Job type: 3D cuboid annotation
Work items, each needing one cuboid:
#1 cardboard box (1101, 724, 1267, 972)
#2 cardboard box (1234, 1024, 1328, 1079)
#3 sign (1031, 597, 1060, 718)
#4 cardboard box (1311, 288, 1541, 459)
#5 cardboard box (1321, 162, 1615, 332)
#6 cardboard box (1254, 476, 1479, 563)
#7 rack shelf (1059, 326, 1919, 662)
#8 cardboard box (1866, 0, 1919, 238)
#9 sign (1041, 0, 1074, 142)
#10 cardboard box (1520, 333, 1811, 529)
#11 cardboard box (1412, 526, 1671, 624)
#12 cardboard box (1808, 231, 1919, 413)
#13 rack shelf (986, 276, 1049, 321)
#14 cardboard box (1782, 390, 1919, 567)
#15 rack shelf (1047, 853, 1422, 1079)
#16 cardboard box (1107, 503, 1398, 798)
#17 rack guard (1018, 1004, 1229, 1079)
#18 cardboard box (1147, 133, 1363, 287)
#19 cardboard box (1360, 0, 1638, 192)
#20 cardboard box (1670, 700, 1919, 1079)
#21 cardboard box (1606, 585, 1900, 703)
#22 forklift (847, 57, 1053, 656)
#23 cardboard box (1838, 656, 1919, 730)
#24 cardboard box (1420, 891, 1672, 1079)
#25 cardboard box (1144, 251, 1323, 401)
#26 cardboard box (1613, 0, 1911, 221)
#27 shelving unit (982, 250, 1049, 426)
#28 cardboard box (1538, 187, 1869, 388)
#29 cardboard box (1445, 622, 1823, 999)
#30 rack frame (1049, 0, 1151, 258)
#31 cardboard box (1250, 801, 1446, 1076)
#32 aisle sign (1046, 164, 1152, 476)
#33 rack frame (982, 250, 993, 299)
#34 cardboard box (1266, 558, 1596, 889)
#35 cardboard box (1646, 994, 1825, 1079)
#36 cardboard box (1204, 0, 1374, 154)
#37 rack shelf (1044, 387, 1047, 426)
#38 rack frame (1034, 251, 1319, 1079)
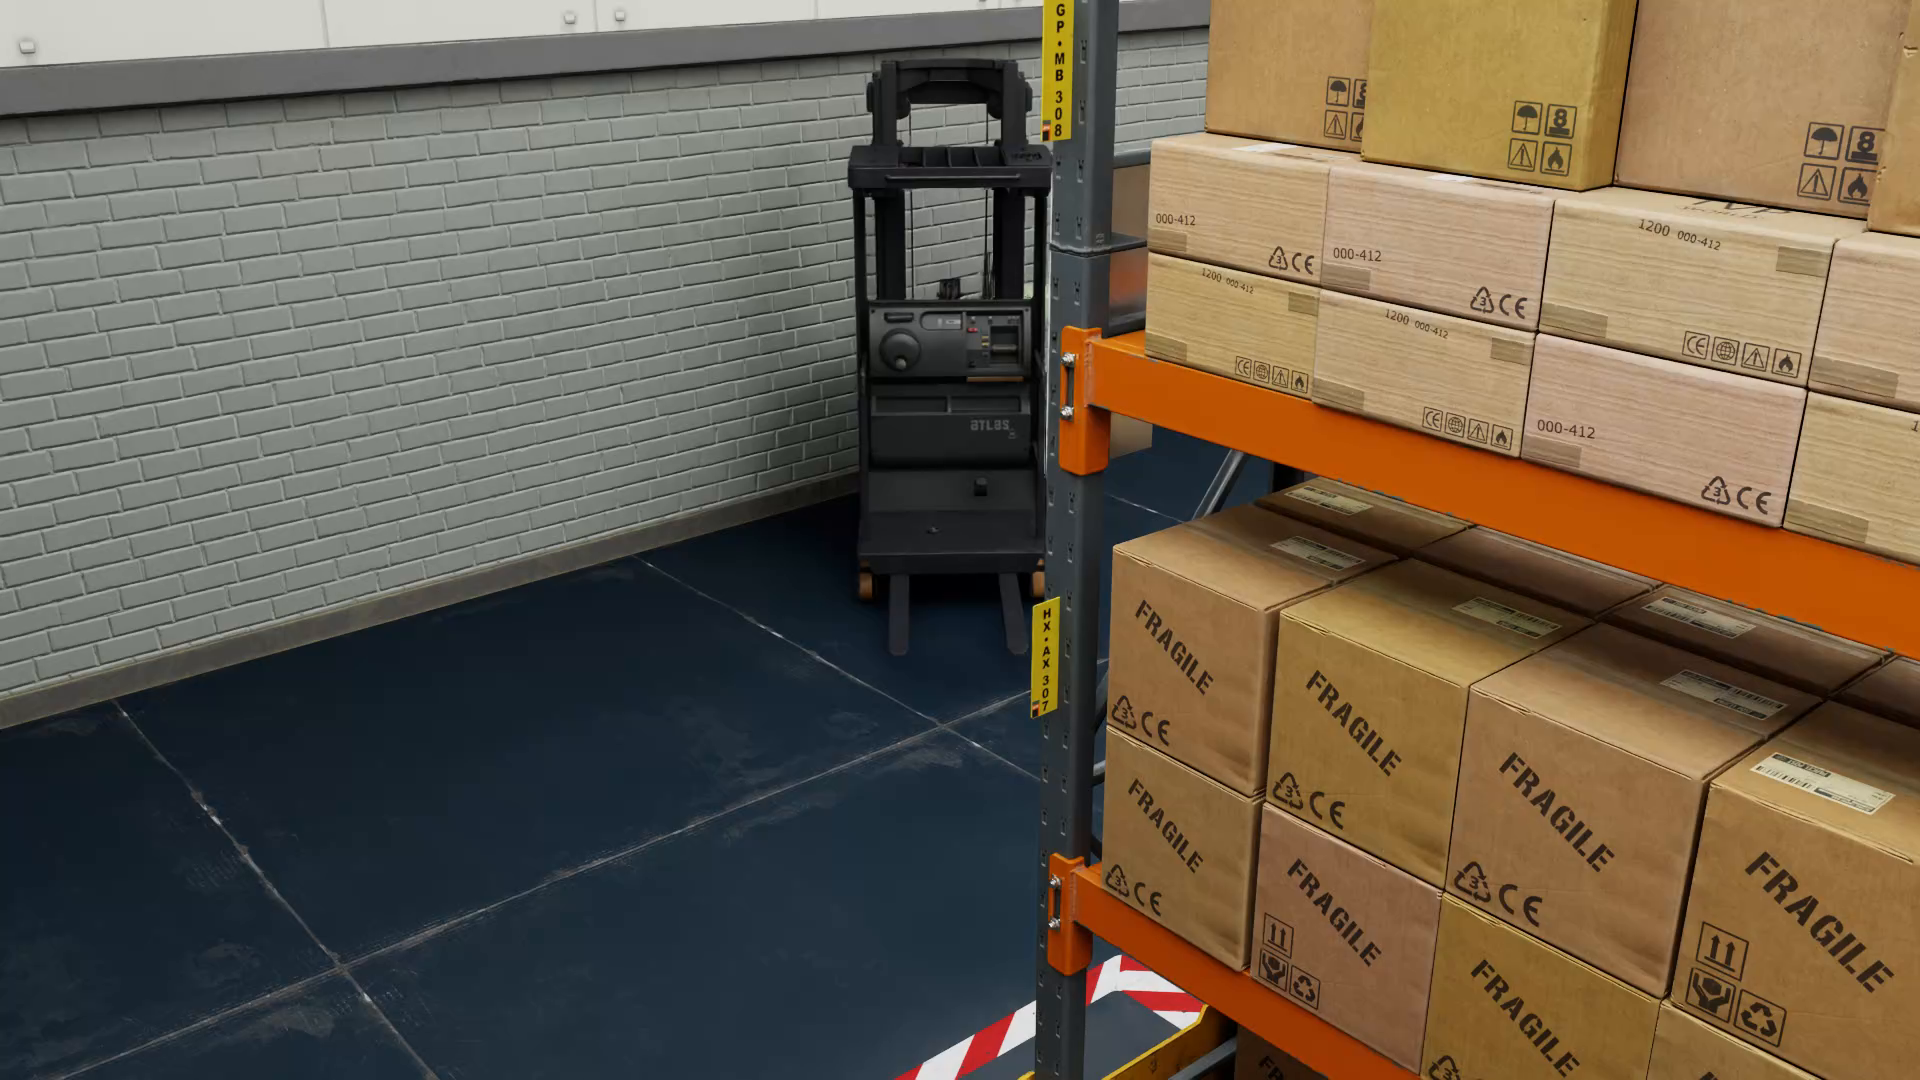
[{"bbox_3d":[0.728,0.724,4.386,0.500,0.500,0.500,-17,27,-36],"label":"cardboard box"},{"bbox_3d":[1.180,1.636,5.019,0.500,0.500,0.500,-17,27,-37],"label":"cardboard box"},{"bbox_3d":[0.227,0.311,4.389,0.100,0.325,0.005,-17,27,-37],"label":"sign"},{"bbox_3d":[1.098,-0.398,3.480,0.500,0.250,0.500,-17,27,-37],"label":"cardboard box"},{"bbox_3d":[1.098,-0.631,3.389,0.500,0.250,0.500,-17,27,-37],"label":"cardboard box"},{"bbox_3d":[1.137,0.131,4.530,0.500,0.500,0.500,-18,28,-38],"label":"cardboard box"},{"bbox_3d":[1.944,0.076,3.050,1.077,0.370,4.000,-17,27,-37],"label":"rack shelf"},{"bbox_3d":[1.912,-0.754,2.676,0.700,0.500,0.500,-17,27,-37],"label":"cardboard box"},{"bbox_3d":[0.227,-1.089,3.841,0.100,0.325,0.005,-17,27,-37],"label":"sign"},{"bbox_3d":[1.425,-0.260,3.128,0.500,0.250,0.500,-17,27,-37],"label":"cardboard box"},{"bbox_3d":[1.468,0.270,4.174,0.500,0.500,0.500,-17,27,-36],"label":"cardboard box"},{"bbox_3d":[1.752,-0.355,2.685,0.500,0.250,0.500,-17,27,-37],"label":"cardboard box"},{"bbox_3d":[0.539,-1.516,11.140,0.720,0.370,0.431,3,21,-6],"label":"rack shelf"},{"bbox_3d":[1.757,-0.124,2.779,0.500,0.250,0.500,-17,27,-37],"label":"cardboard box"},{"bbox_3d":[1.944,1.473,3.597,1.077,0.370,4.000,-17,27,-37],"label":"rack shelf"},{"bbox_3d":[0.728,0.258,4.203,0.500,0.500,0.500,-16,27,-36],"label":"cardboard box"},{"bbox_3d":[0.688,1.770,5.279,1.175,0.500,0.348,-17,27,-37],"label":"rack guard"},{"bbox_3d":[0.777,-0.771,3.746,0.500,0.250,0.500,-17,27,-37],"label":"cardboard box"},{"bbox_3d":[1.248,-1.027,3.373,0.700,0.500,0.500,-17,27,-37],"label":"cardboard box"},{"bbox_3d":[1.730,0.681,3.125,0.500,0.500,0.500,-18,28,-38],"label":"cardboard box"},{"bbox_3d":[1.810,0.412,3.811,0.500,0.500,0.500,-17,27,-36],"label":"cardboard box"},{"bbox_3d":[-0.048,-1.131,9.353,1.130,2.935,3.031,-1,21,-1],"label":"forklift"},{"bbox_3d":[2.145,0.554,3.449,0.500,0.500,0.500,-16,27,-36],"label":"cardboard box"},{"bbox_3d":[1.395,1.005,3.669,0.500,0.500,0.500,-18,27,-38],"label":"cardboard box"},{"bbox_3d":[0.781,-0.539,3.840,0.500,0.250,0.500,-17,27,-37],"label":"cardboard box"},{"bbox_3d":[1.656,-0.915,3.085,0.700,0.500,0.500,-17,27,-37],"label":"cardboard box"},{"bbox_3d":[0.504,-1.152,11.277,0.755,1.500,0.431,3,21,-6],"label":"shelving unit"},{"bbox_3d":[1.429,-0.494,3.040,0.500,0.250,0.500,-17,27,-37],"label":"cardboard box"},{"bbox_3d":[1.398,0.540,3.483,0.500,0.500,0.500,-17,27,-37],"label":"cardboard box"},{"bbox_3d":[0.638,-2.208,3.783,1.000,3.000,0.127,-17,27,-37],"label":"rack frame"},{"bbox_3d":[1.069,0.865,4.025,0.500,0.500,0.500,-18,28,-38],"label":"cardboard box"},{"bbox_3d":[0.371,-0.574,4.273,0.394,0.787,0.004,-17,27,-37],"label":"aisle sign"},{"bbox_3d":[0.140,-1.172,11.238,0.023,1.500,0.400,3,21,-6],"label":"rack frame"},{"bbox_3d":[1.075,0.401,3.839,0.500,0.500,0.500,-17,27,-37],"label":"cardboard box"},{"bbox_3d":[1.720,1.143,3.315,0.500,0.500,0.500,-17,27,-37],"label":"cardboard box"},{"bbox_3d":[0.986,-1.186,3.777,0.700,0.500,0.500,-17,27,-37],"label":"cardboard box"},{"bbox_3d":[0.474,-0.848,11.391,0.720,0.370,0.431,3,21,-6],"label":"rack shelf"},{"bbox_3d":[0.638,0.585,4.877,1.000,3.000,0.127,-17,27,-37],"label":"rack frame"}]
